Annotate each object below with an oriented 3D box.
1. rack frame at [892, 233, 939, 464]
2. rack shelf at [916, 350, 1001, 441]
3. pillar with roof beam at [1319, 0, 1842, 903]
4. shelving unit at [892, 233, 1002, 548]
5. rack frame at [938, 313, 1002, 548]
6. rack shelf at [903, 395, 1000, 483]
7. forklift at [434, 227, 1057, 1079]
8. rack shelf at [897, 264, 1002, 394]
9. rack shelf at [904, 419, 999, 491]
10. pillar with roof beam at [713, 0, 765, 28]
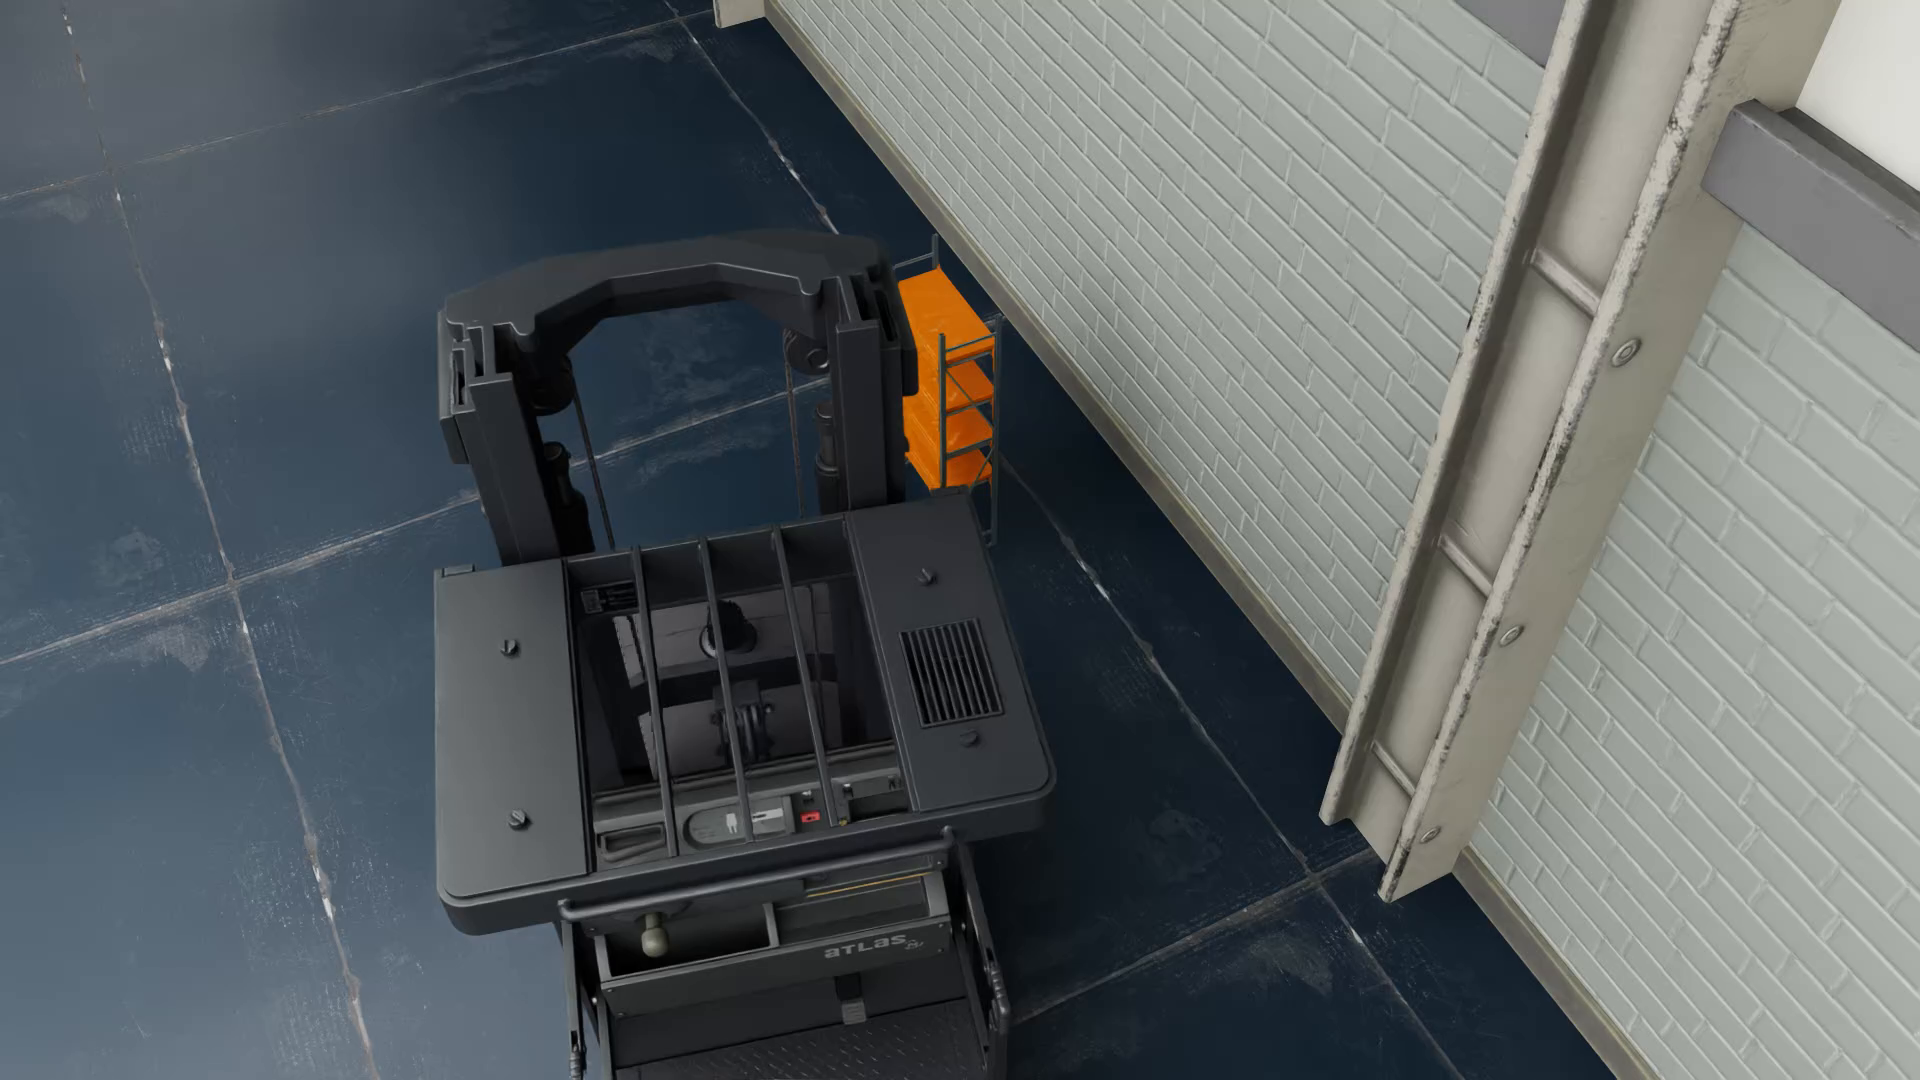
[{"bbox_3d":[-0.187,-0.669,6.431,0.240,1.200,0.015,-21,52,-18],"label":"rack frame"},{"bbox_3d":[-0.076,-0.609,6.170,0.258,0.148,0.480,-21,52,-18],"label":"rack shelf"},{"bbox_3d":[-2.352,-0.445,1.053,9.100,9.000,0.400,-21,52,-18],"label":"pillar with roof beam"},{"bbox_3d":[-0.076,-0.506,6.288,0.258,1.200,0.503,-21,52,-18],"label":"shelving unit"},{"bbox_3d":[0.036,-0.342,6.145,0.240,1.200,0.015,-21,52,-18],"label":"rack frame"},{"bbox_3d":[-0.076,-0.462,6.339,0.258,0.148,0.480,-21,52,-18],"label":"rack shelf"},{"bbox_3d":[-0.446,0.872,3.933,1.130,2.935,3.031,-9,49,-8],"label":"forklift"},{"bbox_3d":[-0.076,-0.764,5.992,0.258,0.148,0.480,-21,52,-18],"label":"rack shelf"},{"bbox_3d":[-0.076,-0.331,6.488,0.258,0.148,0.480,-21,52,-18],"label":"rack shelf"},{"bbox_3d":[-5.098,-4.460,4.565,9.100,9.000,0.400,-21,52,-18],"label":"pillar with roof beam"}]
